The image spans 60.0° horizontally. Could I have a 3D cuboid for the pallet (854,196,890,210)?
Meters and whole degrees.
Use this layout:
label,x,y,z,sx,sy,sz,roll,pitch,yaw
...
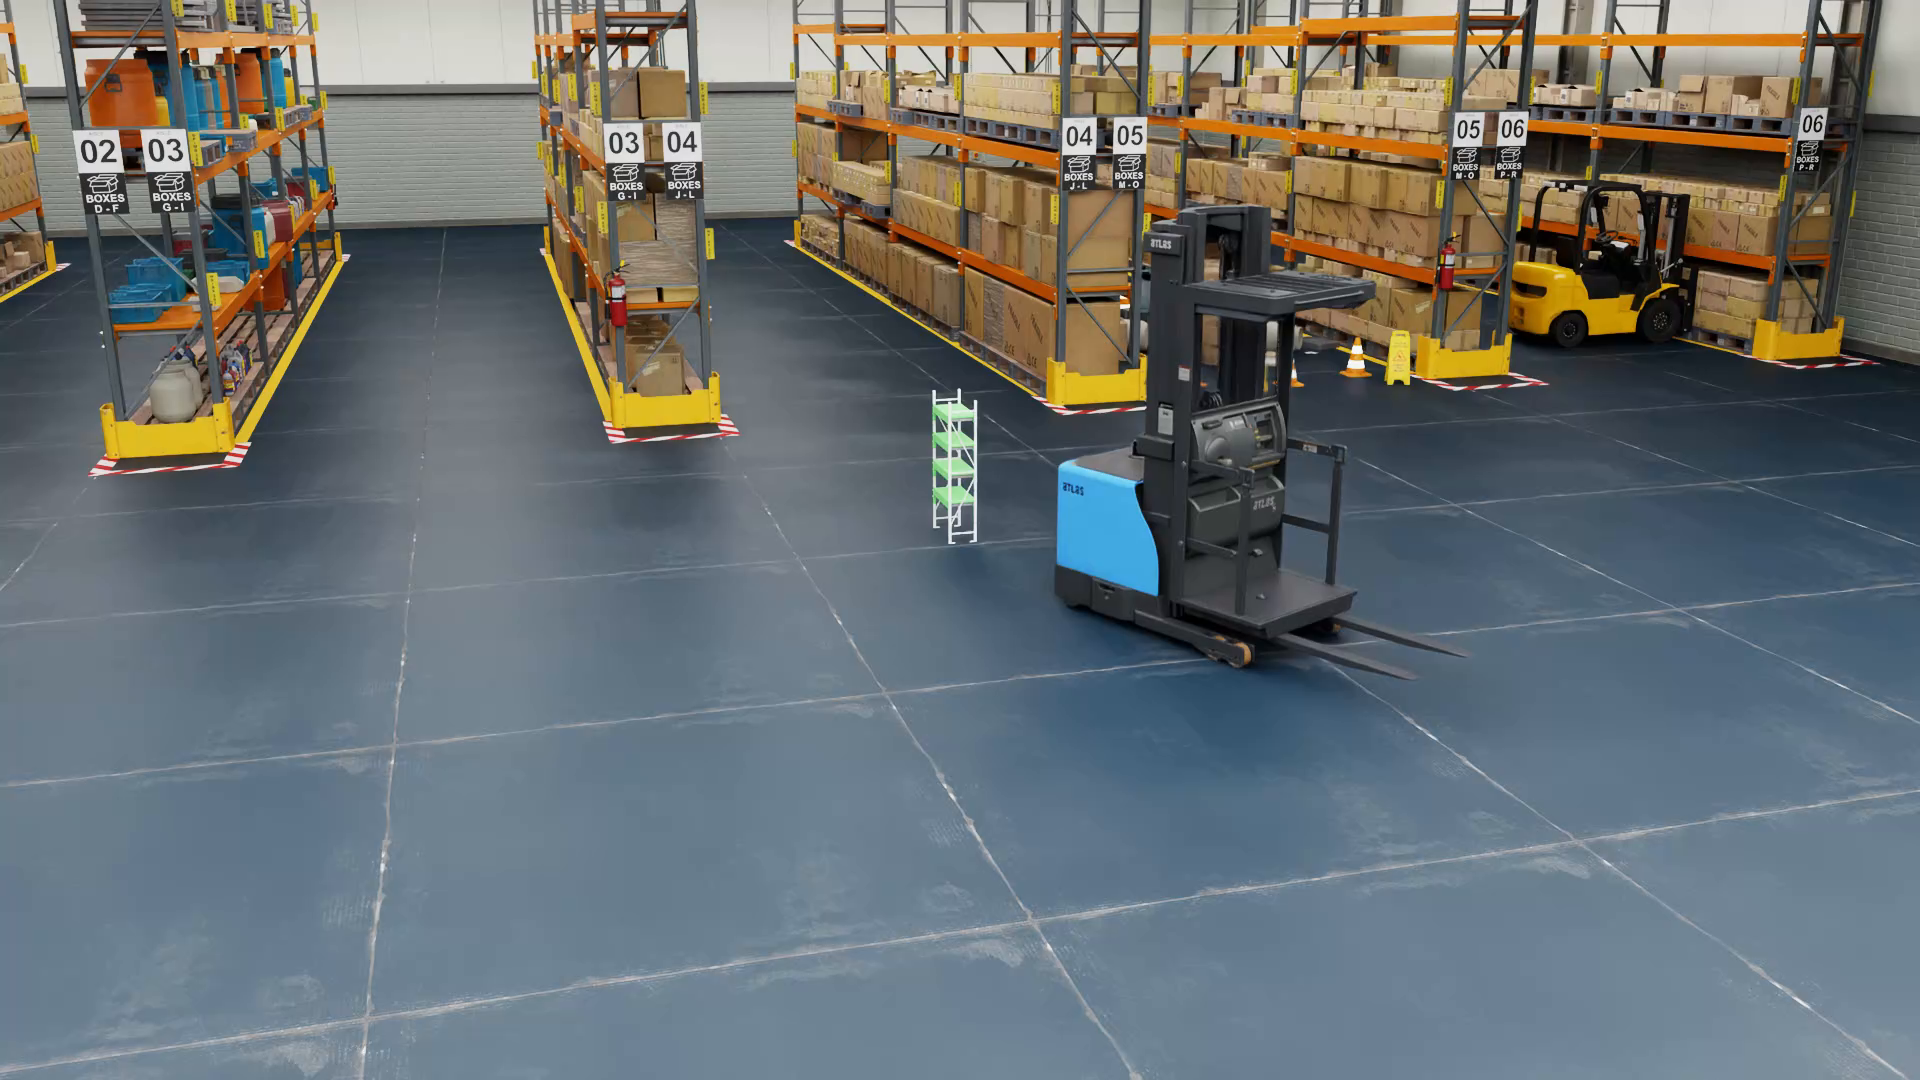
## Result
label,x,y,z,sx,sy,sz,roll,pitch,yaw
pallet,-1.190,-5.743,28.189,1.003,0.211,1.213,-5,17,-15

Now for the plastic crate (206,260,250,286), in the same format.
label,x,y,z,sx,sy,sz,roll,pitch,yaw
plastic crate,-8.501,-3.072,19.224,0.499,0.251,0.616,-5,17,-15

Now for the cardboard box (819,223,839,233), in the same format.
label,x,y,z,sx,sy,sz,roll,pitch,yaw
cardboard box,-2.483,-5.950,31.738,0.380,0.149,0.250,-5,18,-17

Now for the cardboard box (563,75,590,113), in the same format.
label,x,y,z,sx,sy,sz,roll,pitch,yaw
cardboard box,-5.240,-6.220,23.189,0.500,0.500,0.500,-5,17,-17

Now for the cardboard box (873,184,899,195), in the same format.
label,x,y,z,sx,sy,sz,roll,pitch,yaw
cardboard box,-1.180,-5.614,26.617,0.380,0.149,0.250,-4,17,-14

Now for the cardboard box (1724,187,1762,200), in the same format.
label,x,y,z,sx,sy,sz,roll,pitch,yaw
cardboard box,10.602,-4.684,22.514,0.380,0.149,0.250,-5,17,-15

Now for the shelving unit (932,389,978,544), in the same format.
label,x,y,z,sx,sy,sz,roll,pitch,yaw
shelving unit,-0.045,-0.620,13.932,0.258,1.200,0.503,-5,17,-15

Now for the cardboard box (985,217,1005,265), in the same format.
label,x,y,z,sx,sy,sz,roll,pitch,yaw
cardboard box,0.814,-3.845,21.279,0.875,0.550,0.550,-5,17,-15

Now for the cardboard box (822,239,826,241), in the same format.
label,x,y,z,sx,sy,sz,roll,pitch,yaw
cardboard box,-2.433,-5.678,31.865,0.380,0.149,0.250,-4,17,-14

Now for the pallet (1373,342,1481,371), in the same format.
label,x,y,z,sx,sy,sz,roll,pitch,yaw
pallet,6.114,-2.410,21.607,1.003,0.211,1.213,-5,17,-15

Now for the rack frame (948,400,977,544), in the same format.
label,x,y,z,sx,sy,sz,roll,pitch,yaw
rack frame,0.022,-0.553,13.707,0.240,1.200,0.015,-5,17,-15

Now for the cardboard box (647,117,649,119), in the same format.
label,x,y,z,sx,sy,sz,roll,pitch,yaw
cardboard box,-3.293,-4.651,18.576,0.380,0.149,0.250,-5,17,-15

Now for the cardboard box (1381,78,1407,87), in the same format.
label,x,y,z,sx,sy,sz,roll,pitch,yaw
cardboard box,7.938,-8.378,30.432,0.380,0.149,0.250,-5,17,-15

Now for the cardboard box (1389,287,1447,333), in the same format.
label,x,y,z,sx,sy,sz,roll,pitch,yaw
cardboard box,5.853,-2.941,21.275,0.500,0.500,0.500,-5,17,-15

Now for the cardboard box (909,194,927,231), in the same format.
label,x,y,z,sx,sy,sz,roll,pitch,yaw
cardboard box,-0.462,-4.913,24.919,0.500,0.500,0.500,-5,17,-15

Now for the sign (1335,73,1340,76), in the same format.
label,x,y,z,sx,sy,sz,roll,pitch,yaw
sign,7.278,-8.849,32.083,0.100,0.325,0.005,-5,17,-15

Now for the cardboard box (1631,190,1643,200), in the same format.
label,x,y,z,sx,sy,sz,roll,pitch,yaw
cardboard box,9.998,-5.031,24.184,0.380,0.149,0.250,-4,17,-14

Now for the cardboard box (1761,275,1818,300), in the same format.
label,x,y,z,sx,sy,sz,roll,pitch,yaw
cardboard box,11.145,-3.401,22.372,0.500,0.250,0.500,-5,17,-16

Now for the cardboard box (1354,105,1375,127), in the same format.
label,x,y,z,sx,sy,sz,roll,pitch,yaw
cardboard box,5.499,-5.546,21.730,0.500,0.250,0.500,-5,17,-15

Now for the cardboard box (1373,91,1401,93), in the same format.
label,x,y,z,sx,sy,sz,roll,pitch,yaw
cardboard box,5.850,-6.024,22.631,0.380,0.149,0.250,-4,17,-14

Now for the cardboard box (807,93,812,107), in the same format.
label,x,y,z,sx,sy,sz,roll,pitch,yaw
cardboard box,-2.633,-8.436,31.869,0.500,0.250,0.500,-5,18,-17

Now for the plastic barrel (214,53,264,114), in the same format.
label,x,y,z,sx,sy,sz,roll,pitch,yaw
plastic barrel,-10.319,-6.535,23.803,0.600,0.830,0.708,-5,17,-15

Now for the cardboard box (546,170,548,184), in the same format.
label,x,y,z,sx,sy,sz,roll,pitch,yaw
cardboard box,-7.446,-6.773,31.029,0.500,0.250,0.500,-5,18,-17

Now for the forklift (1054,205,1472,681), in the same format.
label,x,y,z,sx,sy,sz,roll,pitch,yaw
forklift,2.052,-0.714,11.235,1.130,2.935,3.031,-14,22,-39

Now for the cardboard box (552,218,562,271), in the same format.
label,x,y,z,sx,sy,sz,roll,pitch,yaw
cardboard box,-6.307,-5.040,28.482,1.225,0.875,0.875,-5,17,-15

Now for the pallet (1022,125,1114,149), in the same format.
label,x,y,z,sx,sy,sz,roll,pitch,yaw
pallet,1.378,-4.676,19.244,1.003,0.211,1.213,-5,17,-15

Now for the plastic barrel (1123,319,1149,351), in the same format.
label,x,y,z,sx,sy,sz,roll,pitch,yaw
plastic barrel,2.280,-2.757,22.396,0.512,0.421,0.421,7,18,23

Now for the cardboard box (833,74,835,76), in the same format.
label,x,y,z,sx,sy,sz,roll,pitch,yaw
cardboard box,-2.055,-8.257,29.710,0.380,0.149,0.250,-6,18,-18

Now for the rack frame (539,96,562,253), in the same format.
label,x,y,z,sx,sy,sz,roll,pitch,yaw
rack frame,-7.602,-7.139,32.504,1.000,3.000,0.127,-5,17,-15

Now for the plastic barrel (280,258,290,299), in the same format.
label,x,y,z,sx,sy,sz,roll,pitch,yaw
plastic barrel,-10.627,-4.027,25.606,0.600,0.588,0.708,-5,17,-15

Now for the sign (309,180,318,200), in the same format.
label,x,y,z,sx,sy,sz,roll,pitch,yaw
sign,-10.735,-5.816,27.620,0.100,0.325,0.005,-5,17,-15

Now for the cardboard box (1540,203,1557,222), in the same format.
label,x,y,z,sx,sy,sz,roll,pitch,yaw
cardboard box,9.463,-5.182,26.250,0.500,0.250,0.500,-5,17,-16

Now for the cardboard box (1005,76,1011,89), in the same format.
label,x,y,z,sx,sy,sz,roll,pitch,yaw
cardboard box,0.754,-5.513,20.023,0.380,0.149,0.250,-5,17,-15

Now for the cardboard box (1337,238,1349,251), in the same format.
label,x,y,z,sx,sy,sz,roll,pitch,yaw
cardboard box,5.345,-4.016,22.543,0.380,0.149,0.250,-5,17,-15

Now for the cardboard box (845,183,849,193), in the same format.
label,x,y,z,sx,sy,sz,roll,pitch,yaw
cardboard box,-1.755,-6.046,28.574,0.380,0.149,0.250,-5,18,-18

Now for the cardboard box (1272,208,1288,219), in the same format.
label,x,y,z,sx,sy,sz,roll,pitch,yaw
cardboard box,4.818,-4.804,24.439,0.380,0.149,0.250,-4,17,-14

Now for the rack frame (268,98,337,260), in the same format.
label,x,y,z,sx,sy,sz,roll,pitch,yaw
rack frame,-12.364,-6.747,31.200,1.000,3.000,0.127,-5,17,-15

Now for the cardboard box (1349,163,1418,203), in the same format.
label,x,y,z,sx,sy,sz,roll,pitch,yaw
cardboard box,5.599,-4.712,21.997,0.700,0.500,0.500,-5,17,-16

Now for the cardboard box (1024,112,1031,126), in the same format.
label,x,y,z,sx,sy,sz,roll,pitch,yaw
cardboard box,0.966,-4.918,19.431,0.380,0.149,0.250,-5,17,-15

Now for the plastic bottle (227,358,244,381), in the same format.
label,x,y,z,sx,sy,sz,roll,pitch,yaw
plastic bottle,-8.430,-1.991,19.337,0.152,0.276,0.135,-4,17,-14

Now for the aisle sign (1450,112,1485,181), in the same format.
label,x,y,z,sx,sy,sz,roll,pitch,yaw
aisle sign,6.062,-4.702,19.871,0.394,0.787,0.004,-5,17,-15

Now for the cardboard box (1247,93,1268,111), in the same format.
label,x,y,z,sx,sy,sz,roll,pitch,yaw
cardboard box,4.651,-6.601,25.028,0.500,0.250,0.500,-4,17,-15

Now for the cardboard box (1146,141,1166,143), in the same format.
label,x,y,z,sx,sy,sz,roll,pitch,yaw
cardboard box,3.321,-6.778,29.392,0.500,0.500,0.500,-5,17,-16

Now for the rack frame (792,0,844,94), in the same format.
label,x,y,z,sx,sy,sz,roll,pitch,yaw
rack frame,-2.805,-10.376,32.853,1.000,3.000,0.127,-5,17,-15

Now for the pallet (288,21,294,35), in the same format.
label,x,y,z,sx,sy,sz,roll,pitch,yaw
pallet,-11.008,-8.006,25.985,1.003,0.211,1.213,-5,17,-15

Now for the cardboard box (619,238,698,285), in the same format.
label,x,y,z,sx,sy,sz,roll,pitch,yaw
cardboard box,-3.329,-3.058,18.227,0.875,0.500,0.500,-5,17,-15

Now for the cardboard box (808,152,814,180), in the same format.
label,x,y,z,sx,sy,sz,roll,pitch,yaw
cardboard box,-2.653,-7.265,32.232,0.500,0.500,0.500,-4,17,-15

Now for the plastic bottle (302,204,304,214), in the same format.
label,x,y,z,sx,sy,sz,roll,pitch,yaw
plastic bottle,-10.787,-5.432,27.168,0.097,0.201,0.097,0,17,0

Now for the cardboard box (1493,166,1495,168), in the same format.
label,x,y,z,sx,sy,sz,roll,pitch,yaw
cardboard box,9.360,-6.324,28.490,0.380,0.149,0.250,-4,17,-14

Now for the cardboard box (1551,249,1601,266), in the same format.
label,x,y,z,sx,sy,sz,roll,pitch,yaw
cardboard box,9.842,-4.204,26.130,0.875,0.625,0.625,-4,17,-13

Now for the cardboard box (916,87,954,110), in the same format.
label,x,y,z,sx,sy,sz,roll,pitch,yaw
cardboard box,-0.340,-6.435,24.197,0.500,0.311,0.500,-5,17,-16

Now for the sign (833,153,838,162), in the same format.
label,x,y,z,sx,sy,sz,roll,pitch,yaw
sign,-2.225,-6.766,29.758,0.100,0.325,0.005,-5,17,-15

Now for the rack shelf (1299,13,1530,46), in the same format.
label,x,y,z,sx,sy,sz,roll,pitch,yaw
rack shelf,5.774,-6.577,21.461,1.077,0.370,4.000,-5,17,-15

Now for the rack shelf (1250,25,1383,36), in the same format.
label,x,y,z,sx,sy,sz,roll,pitch,yaw
rack shelf,7.248,-10.290,33.821,1.077,0.370,4.000,-5,17,-15

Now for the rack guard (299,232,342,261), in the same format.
label,x,y,z,sx,sy,sz,roll,pitch,yaw
rack guard,-12.383,-5.556,31.578,1.175,0.500,0.348,-5,17,-15
